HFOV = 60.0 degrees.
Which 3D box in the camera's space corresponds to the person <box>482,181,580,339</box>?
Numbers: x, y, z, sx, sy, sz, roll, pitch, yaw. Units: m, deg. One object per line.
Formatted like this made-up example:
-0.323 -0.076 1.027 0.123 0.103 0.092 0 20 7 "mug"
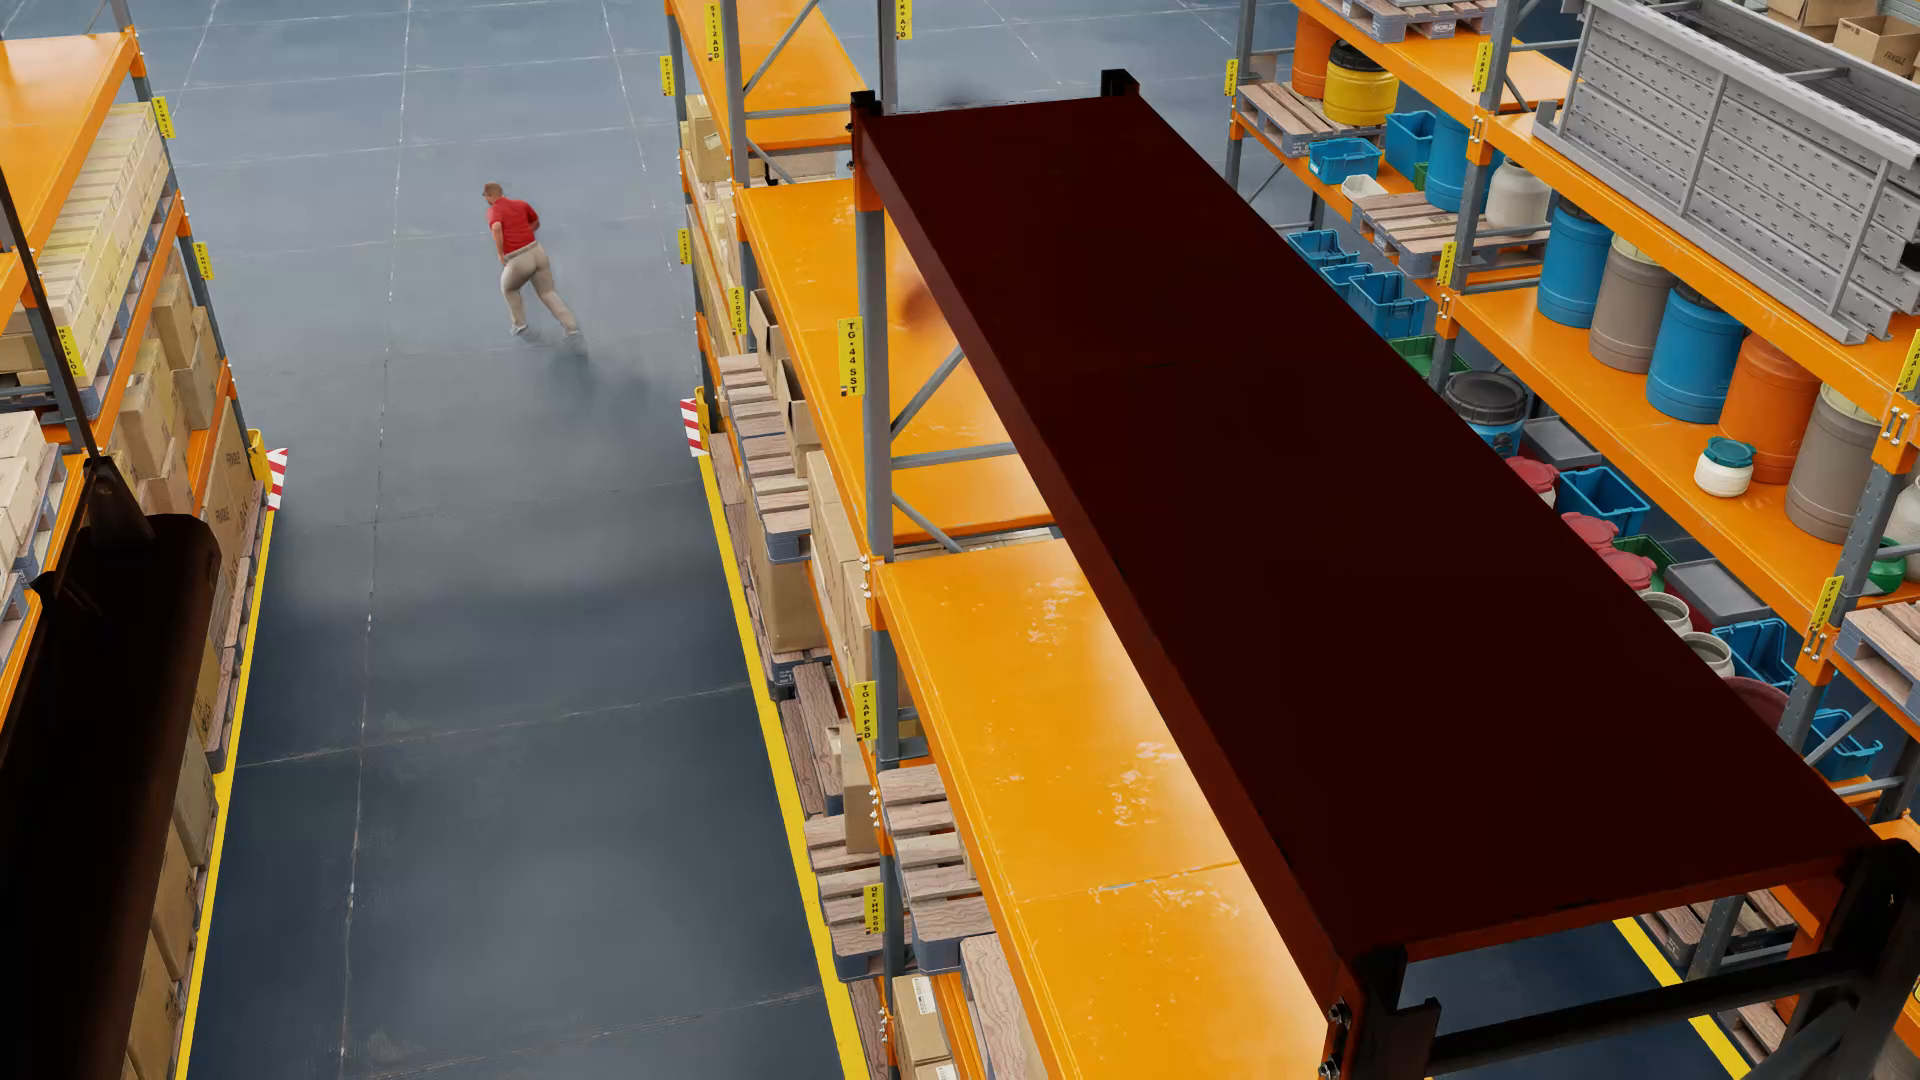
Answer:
-4.288 -2.697 16.638 1.004 1.698 0.706 19 39 26 "person"
